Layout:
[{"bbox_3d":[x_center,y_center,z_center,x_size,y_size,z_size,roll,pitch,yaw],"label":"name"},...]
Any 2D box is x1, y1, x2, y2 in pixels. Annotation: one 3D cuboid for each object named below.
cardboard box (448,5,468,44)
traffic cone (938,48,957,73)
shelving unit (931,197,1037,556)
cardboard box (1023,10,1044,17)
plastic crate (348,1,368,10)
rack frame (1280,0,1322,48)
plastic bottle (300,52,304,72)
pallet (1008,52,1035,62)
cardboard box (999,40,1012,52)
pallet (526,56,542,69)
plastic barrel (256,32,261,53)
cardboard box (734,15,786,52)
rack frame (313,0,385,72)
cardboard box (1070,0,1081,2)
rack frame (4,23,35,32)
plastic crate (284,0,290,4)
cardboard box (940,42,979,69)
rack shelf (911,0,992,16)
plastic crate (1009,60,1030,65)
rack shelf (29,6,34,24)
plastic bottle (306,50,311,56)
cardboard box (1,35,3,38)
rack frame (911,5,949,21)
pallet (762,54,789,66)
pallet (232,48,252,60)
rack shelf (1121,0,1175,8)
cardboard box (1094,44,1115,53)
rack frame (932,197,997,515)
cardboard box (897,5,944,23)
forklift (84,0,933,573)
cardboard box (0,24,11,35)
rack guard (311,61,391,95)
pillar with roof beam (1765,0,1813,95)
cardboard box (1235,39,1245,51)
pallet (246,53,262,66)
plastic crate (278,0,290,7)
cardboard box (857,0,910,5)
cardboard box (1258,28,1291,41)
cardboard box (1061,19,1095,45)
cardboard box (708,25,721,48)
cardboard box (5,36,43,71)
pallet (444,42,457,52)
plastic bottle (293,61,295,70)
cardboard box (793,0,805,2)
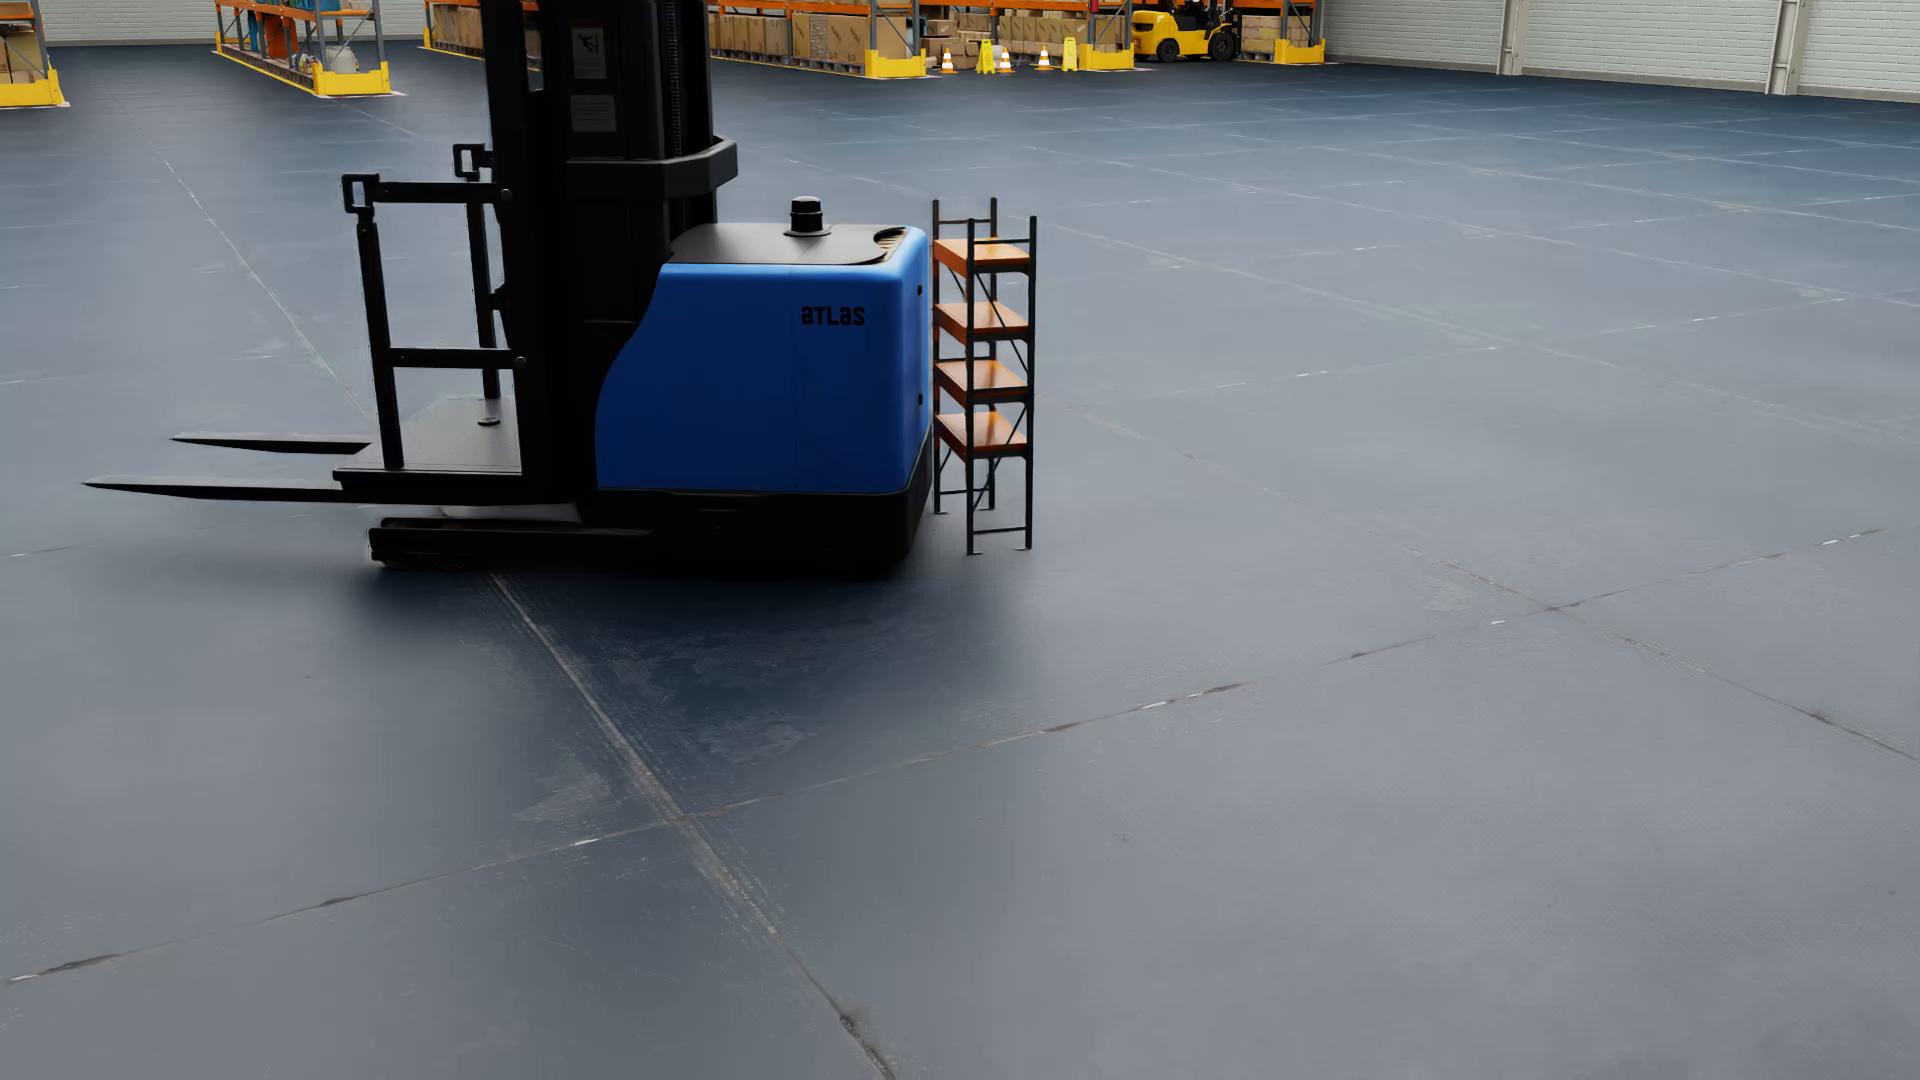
[{"bbox_3d":[-12.027,-12.699,40.949,0.875,0.875,0.875,-10,21,-27],"label":"cardboard box"},{"bbox_3d":[-0.248,-9.513,32.990,0.336,0.463,0.334,-10,21,-27],"label":"traffic cone"},{"bbox_3d":[0.080,-0.600,6.030,0.258,1.200,0.503,-5,20,-14],"label":"shelving unit"},{"bbox_3d":[1.589,-11.363,35.890,0.380,0.149,0.250,-9,21,-24],"label":"cardboard box"},{"bbox_3d":[-10.159,-9.015,28.063,0.298,0.136,0.250,-10,21,-27],"label":"plastic crate"},{"bbox_3d":[7.429,-11.905,36.034,1.000,3.000,0.127,-10,21,-27],"label":"rack frame"},{"bbox_3d":[-11.607,-8.465,29.451,0.144,0.351,0.185,-10,21,-27],"label":"plastic bottle"},{"bbox_3d":[1.513,-10.778,37.042,1.003,0.211,1.213,-10,21,-27],"label":"pallet"},{"bbox_3d":[1.206,-10.971,36.898,0.500,0.250,0.500,-11,22,-29],"label":"cardboard box"},{"bbox_3d":[-8.512,-10.004,34.800,1.003,0.211,1.213,-10,21,-27],"label":"pallet"},{"bbox_3d":[-14.947,-10.762,35.892,0.421,0.512,0.421,0,19,0],"label":"plastic barrel"},{"bbox_3d":[-4.416,-11.332,37.178,1.050,0.750,0.750,-10,21,-26],"label":"cardboard box"},{"bbox_3d":[-10.017,-8.833,27.131,1.000,3.000,0.127,-10,21,-27],"label":"rack frame"},{"bbox_3d":[2.479,-11.146,34.220,0.380,0.149,0.250,-10,22,-27],"label":"cardboard box"},{"bbox_3d":[-18.177,-10.363,31.566,1.000,3.000,0.127,-10,21,-27],"label":"rack frame"},{"bbox_3d":[-11.780,-9.782,29.976,0.767,0.338,0.504,-10,21,-27],"label":"plastic crate"},{"bbox_3d":[0.001,-10.067,34.535,0.637,0.503,0.797,7,20,20],"label":"cardboard box"},{"bbox_3d":[0.214,-12.518,38.912,1.077,0.370,4.000,-10,21,-27],"label":"rack shelf"},{"bbox_3d":[1.187,-10.326,35.932,0.583,0.080,0.402,16,25,39],"label":"plastic crate"},{"bbox_3d":[-17.228,-9.449,30.020,1.077,0.370,4.000,-10,21,-27],"label":"rack shelf"},{"bbox_3d":[-11.772,-8.663,30.026,0.144,0.351,0.185,-10,21,-27],"label":"plastic bottle"},{"bbox_3d":[-15.383,-7.713,26.306,0.500,0.500,0.500,-10,21,-27],"label":"cardboard box"},{"bbox_3d":[-0.736,-13.432,40.458,1.000,3.000,0.127,-10,21,-27],"label":"rack frame"},{"bbox_3d":[-3.578,-10.379,35.887,1.003,0.211,1.213,-10,21,-27],"label":"pallet"},{"bbox_3d":[-16.099,-11.165,38.163,1.003,0.211,1.213,-10,21,-27],"label":"pallet"},{"bbox_3d":[4.580,-13.287,41.143,1.077,0.370,4.000,-10,21,-27],"label":"rack shelf"},{"bbox_3d":[2.923,-10.308,34.978,0.500,0.250,0.500,-10,21,-27],"label":"cardboard box"},{"bbox_3d":[0.017,-0.677,6.253,0.240,1.200,0.015,-5,20,-14],"label":"rack frame"},{"bbox_3d":[-0.991,-12.837,41.348,0.875,0.875,0.875,-10,22,-27],"label":"cardboard box"},{"bbox_3d":[-1.653,-1.449,5.839,3.031,2.935,1.130,1,19,4],"label":"forklift"},{"bbox_3d":[-18.859,-9.992,32.497,0.500,0.250,0.500,-9,21,-25],"label":"cardboard box"},{"bbox_3d":[-10.095,-7.666,27.581,1.175,0.500,0.348,-10,21,-27],"label":"rack guard"},{"bbox_3d":[9.802,-10.969,24.124,9.100,9.000,0.400,-10,21,-27],"label":"pillar with roof beam"},{"bbox_3d":[6.471,-11.179,37.501,0.500,0.250,0.500,-10,21,-26],"label":"cardboard box"},{"bbox_3d":[-14.803,-10.381,35.892,1.003,0.211,1.213,-10,21,-27],"label":"pallet"},{"bbox_3d":[-12.416,-10.103,30.714,0.402,0.464,0.583,-10,21,-27],"label":"plastic crate"},{"bbox_3d":[-1.462,-10.510,31.761,0.875,0.550,0.550,-10,21,-27],"label":"cardboard box"},{"bbox_3d":[6.923,-11.131,36.597,0.500,0.250,0.500,-10,22,-27],"label":"cardboard box"},{"bbox_3d":[2.453,-10.578,34.610,0.500,0.500,0.500,-10,21,-26],"label":"cardboard box"},{"bbox_3d":[-5.587,-11.801,38.921,0.500,0.500,0.500,-10,21,-27],"label":"cardboard box"},{"bbox_3d":[-14.676,-7.652,26.129,0.500,0.500,0.500,-10,21,-27],"label":"cardboard box"},{"bbox_3d":[-12.232,-12.308,41.476,1.003,0.211,1.213,-10,21,-27],"label":"pallet"},{"bbox_3d":[-12.055,-8.649,30.212,0.097,0.201,0.097,0,19,0],"label":"plastic bottle"},{"bbox_3d":[-2.959,-11.455,34.498,0.875,0.550,0.550,-10,21,-27],"label":"cardboard box"}]
